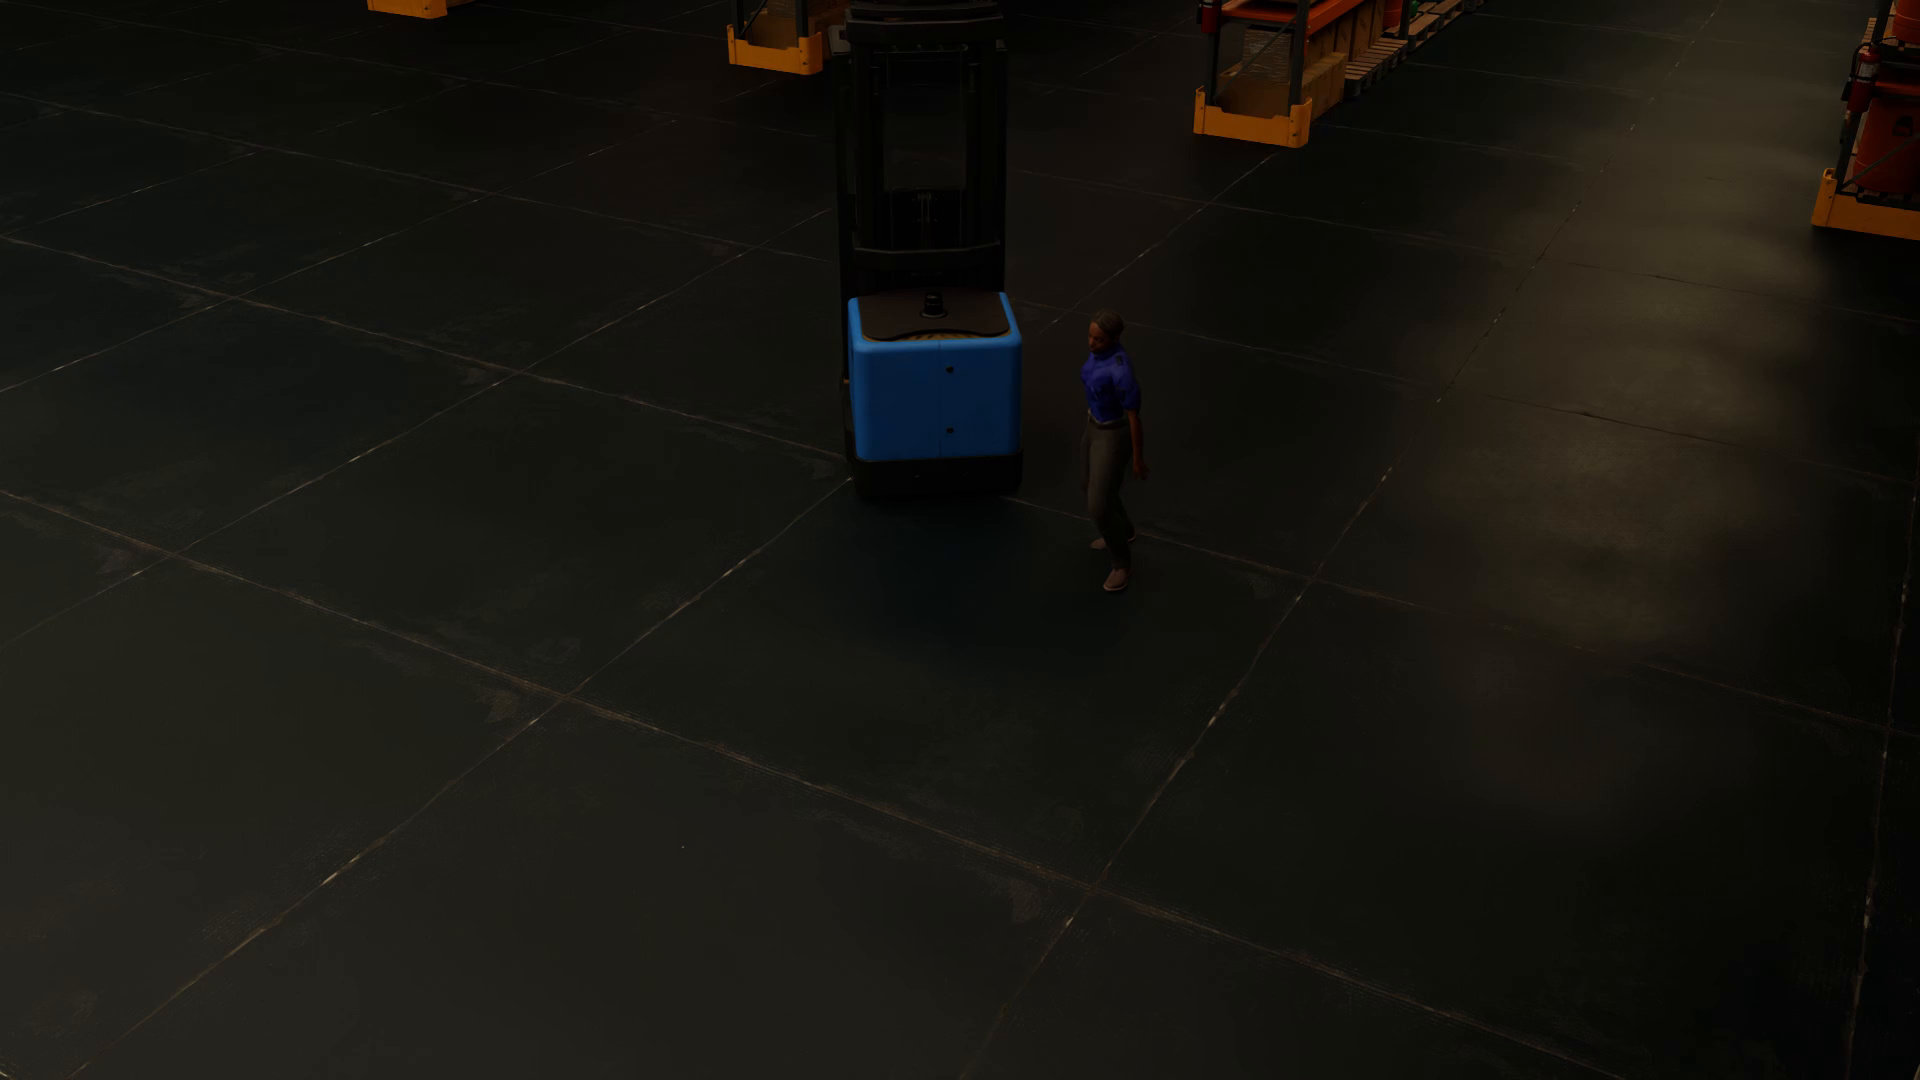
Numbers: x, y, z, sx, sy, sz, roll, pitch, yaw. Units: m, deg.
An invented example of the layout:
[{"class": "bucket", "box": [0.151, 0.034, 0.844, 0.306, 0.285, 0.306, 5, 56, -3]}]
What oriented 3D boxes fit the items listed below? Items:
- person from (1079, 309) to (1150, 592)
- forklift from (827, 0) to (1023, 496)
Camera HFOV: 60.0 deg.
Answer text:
[{"class": "person", "box": [0.880, -0.579, 9.440, 0.408, 1.634, 0.812, -5, 30, -9]}, {"class": "forklift", "box": [-0.276, -2.255, 10.978, 1.130, 2.935, 3.031, -3, 30, -5]}]
